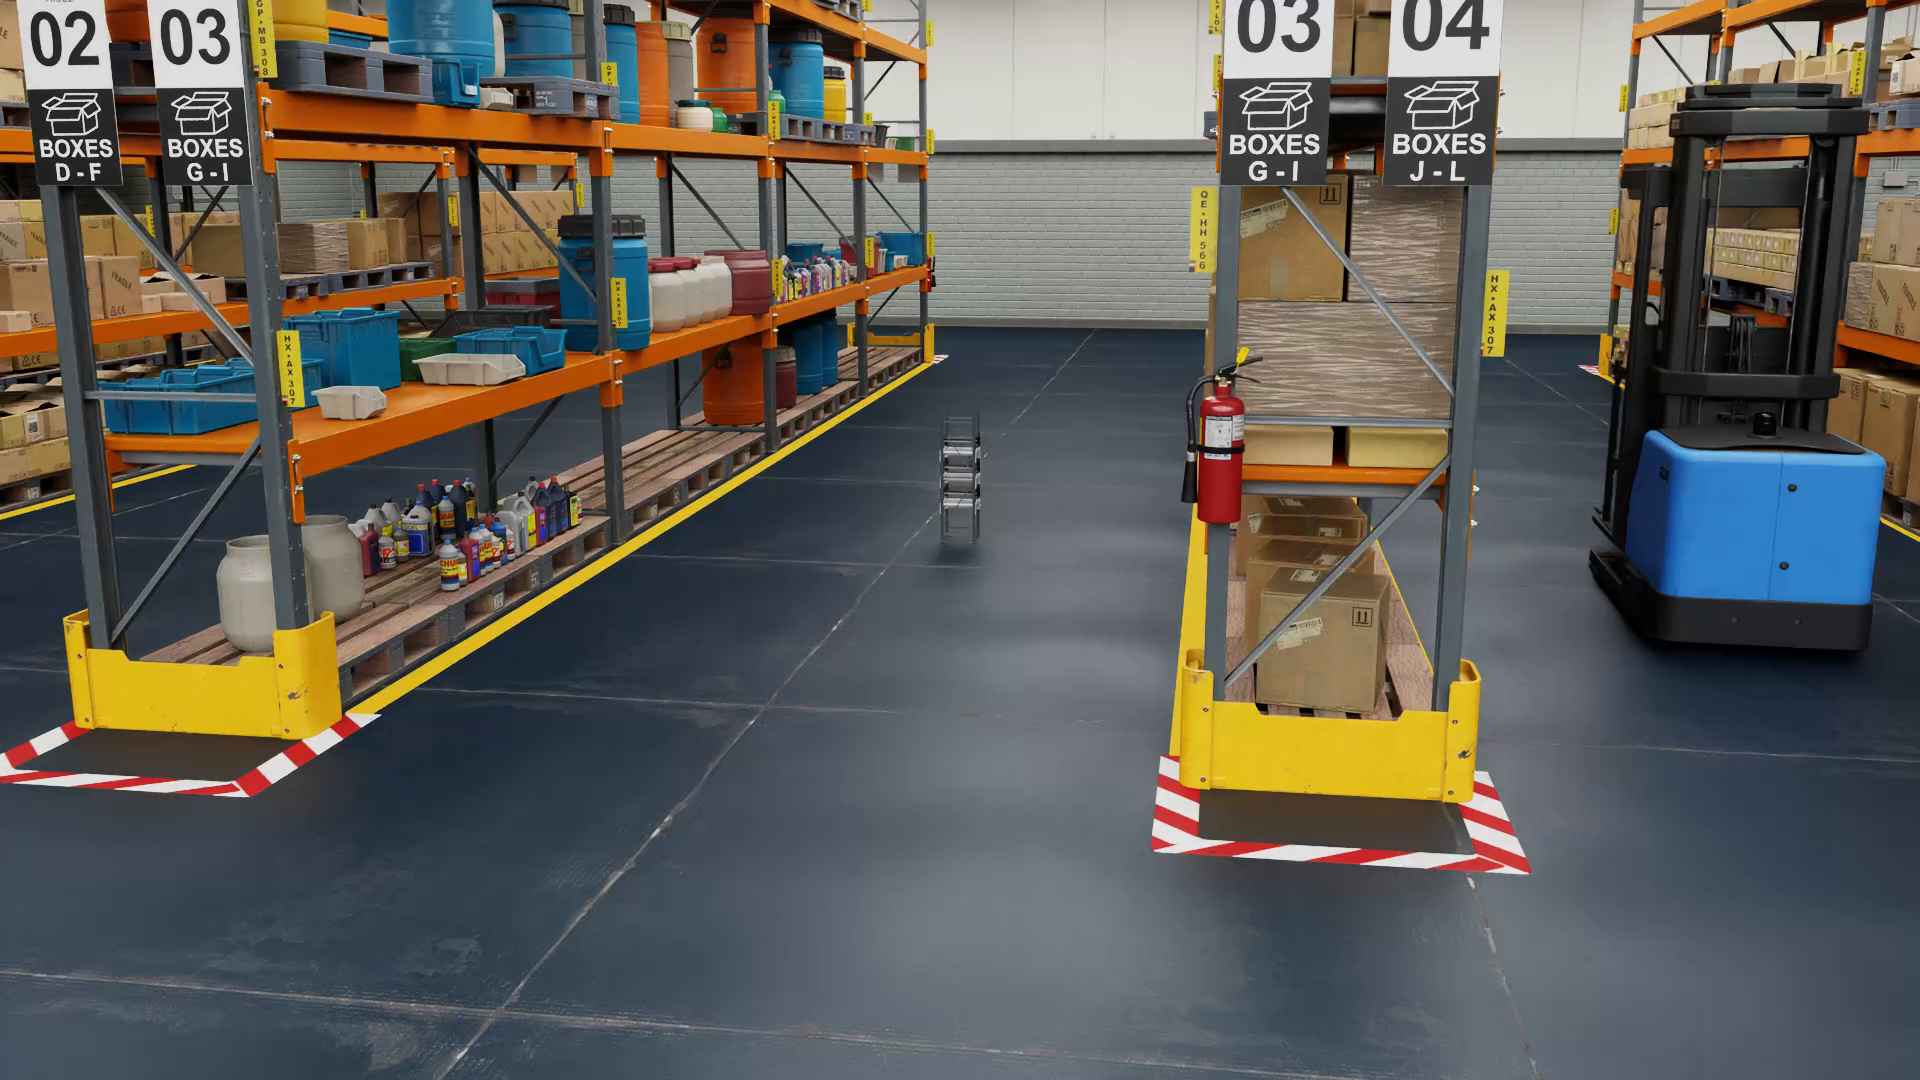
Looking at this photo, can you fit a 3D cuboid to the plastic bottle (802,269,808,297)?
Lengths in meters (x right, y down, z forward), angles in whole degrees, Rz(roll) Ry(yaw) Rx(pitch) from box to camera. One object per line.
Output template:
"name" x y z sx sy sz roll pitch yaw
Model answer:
"plastic bottle" -1.568 -2.561 16.565 0.097 0.271 0.097 0 12 0

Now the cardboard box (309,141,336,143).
"cardboard box" -6.878 -4.264 16.801 0.910 0.500 0.500 2 12 9

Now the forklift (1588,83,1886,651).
"forklift" 4.450 -1.126 9.760 1.130 2.935 3.031 2 12 11

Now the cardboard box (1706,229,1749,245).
"cardboard box" 7.666 -3.020 16.572 0.380 0.149 0.250 2 12 10

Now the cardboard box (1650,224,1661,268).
"cardboard box" 8.274 -3.394 19.178 0.500 0.500 0.500 2 12 7

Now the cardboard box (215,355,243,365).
"cardboard box" -7.158 -1.638 16.862 0.500 0.500 0.500 2 12 11

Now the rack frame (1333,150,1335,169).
"rack frame" 2.718 -2.121 14.213 1.000 3.000 0.127 2 12 9

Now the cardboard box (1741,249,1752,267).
"cardboard box" 7.465 -2.607 15.362 0.380 0.149 0.250 2 12 8

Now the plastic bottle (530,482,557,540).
"plastic bottle" -2.635 -0.185 10.476 0.144 0.351 0.185 1 12 6

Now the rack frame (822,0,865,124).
"rack frame" -1.561 -6.046 18.190 1.000 3.000 0.127 2 12 9

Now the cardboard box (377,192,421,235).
"cardboard box" -6.633 -3.926 19.982 0.500 0.500 0.500 2 12 9

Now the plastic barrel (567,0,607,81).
"plastic barrel" -2.827 -3.409 11.881 0.600 0.901 0.600 0 12 0

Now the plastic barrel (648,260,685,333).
"plastic barrel" -2.315 -1.860 12.680 0.433 0.535 0.433 0 12 0

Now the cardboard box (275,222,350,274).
"cardboard box" -6.755 -3.016 17.132 0.700 0.500 0.500 4 13 19

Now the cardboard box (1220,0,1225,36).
"cardboard box" 1.326 -2.275 7.220 0.380 0.149 0.250 2 12 9

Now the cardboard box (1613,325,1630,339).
"cardboard box" 8.417 -2.609 20.836 0.380 0.149 0.250 1 12 6

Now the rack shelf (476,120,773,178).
"rack shelf" -2.484 -2.979 12.786 1.077 0.370 4.000 2 12 9

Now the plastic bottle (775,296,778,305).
"plastic bottle" -1.746 -2.321 15.449 0.097 0.271 0.097 0 12 0

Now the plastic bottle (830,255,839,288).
"plastic bottle" -1.379 -2.888 17.890 0.144 0.351 0.185 2 12 9

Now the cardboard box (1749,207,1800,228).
"cardboard box" 8.528 -3.541 17.486 0.500 0.500 0.500 2 12 10

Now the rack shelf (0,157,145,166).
"rack shelf" -11.043 -4.966 22.003 1.077 0.370 4.000 2 12 9

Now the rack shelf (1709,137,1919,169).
"rack shelf" 7.911 -3.470 15.062 1.077 0.370 4.000 2 12 9

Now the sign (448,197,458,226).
"sign" -5.906 -3.824 19.368 0.100 0.325 0.005 2 12 9

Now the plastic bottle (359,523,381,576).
"plastic bottle" -3.386 0.052 9.534 0.061 0.283 0.133 2 12 9

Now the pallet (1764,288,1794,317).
"pallet" 7.607 -1.997 14.095 1.213 0.211 1.003 2 12 9

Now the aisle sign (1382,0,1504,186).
"aisle sign" 1.774 -1.704 6.107 0.394 0.787 0.004 2 12 9

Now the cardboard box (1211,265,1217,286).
"cardboard box" 1.860 -1.288 9.405 0.875 0.500 0.500 2 12 9

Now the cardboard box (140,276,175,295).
"cardboard box" -7.399 -2.219 14.881 0.500 0.311 0.500 2 12 8

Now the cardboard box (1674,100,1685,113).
"cardboard box" 8.205 -4.730 18.370 0.500 0.250 0.500 2 12 11

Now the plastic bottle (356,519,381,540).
"plastic bottle" -3.470 0.024 9.685 0.152 0.276 0.135 2 12 7

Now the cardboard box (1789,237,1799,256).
"cardboard box" 7.266 -2.481 14.074 0.380 0.149 0.250 2 12 8

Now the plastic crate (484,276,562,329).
"plastic crate" -3.020 -1.590 11.601 0.402 0.464 0.583 2 12 9

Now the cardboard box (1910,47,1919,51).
"cardboard box" 8.017 -4.011 13.810 0.396 0.266 0.258 2 12 9

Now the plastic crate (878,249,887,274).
"plastic crate" -1.144 -3.397 20.275 0.437 0.282 0.530 2 12 9

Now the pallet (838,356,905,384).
"pallet" -1.301 -2.160 21.014 1.003 0.211 1.213 2 12 9

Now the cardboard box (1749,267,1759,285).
"cardboard box" 7.427 -2.406 15.136 0.380 0.149 0.250 2 12 10

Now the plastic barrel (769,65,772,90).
"plastic barrel" -2.053 -4.393 16.319 0.433 0.535 0.433 0 12 0

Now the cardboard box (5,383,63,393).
"cardboard box" -7.673 -1.155 13.933 0.500 0.311 0.500 2 12 8

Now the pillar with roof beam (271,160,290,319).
"pillar with roof beam" -6.921 -7.651 25.634 9.100 9.000 0.400 2 12 9

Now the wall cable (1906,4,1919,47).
"wall cable" 14.336 -7.591 25.356 0.463 3.000 0.029 2 12 9

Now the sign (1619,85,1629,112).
"sign" 8.297 -5.515 20.771 0.100 0.325 0.005 2 12 9

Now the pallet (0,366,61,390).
"pallet" -11.395 -1.909 19.848 1.003 0.211 1.213 2 12 9

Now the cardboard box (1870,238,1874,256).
"cardboard box" 7.904 -2.458 13.967 0.380 0.149 0.250 2 12 7

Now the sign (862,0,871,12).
"sign" -1.018 -5.926 18.127 0.100 0.325 0.005 2 12 9

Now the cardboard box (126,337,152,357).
"cardboard box" -11.054 -2.675 21.722 0.700 0.500 0.500 2 12 8

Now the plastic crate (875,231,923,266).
"plastic crate" -0.813 -3.917 22.324 0.616 0.435 0.499 2 12 9

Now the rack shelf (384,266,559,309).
"rack shelf" -6.148 -3.340 21.578 1.077 0.370 4.000 2 12 9

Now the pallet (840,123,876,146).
"pallet" -1.585 -4.321 17.754 1.213 0.211 1.003 2 12 9

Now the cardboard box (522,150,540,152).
"cardboard box" -5.810 -5.177 21.632 0.500 0.250 0.500 2 12 9

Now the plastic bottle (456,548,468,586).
"plastic bottle" -2.804 0.148 9.284 0.097 0.201 0.097 0 12 0

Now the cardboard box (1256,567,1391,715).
"cardboard box" 1.600 0.432 7.306 0.500 0.500 0.500 4 13 19

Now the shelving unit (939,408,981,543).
"shelving unit" 0.001 -0.442 11.406 0.258 0.900 0.210 2 12 9
